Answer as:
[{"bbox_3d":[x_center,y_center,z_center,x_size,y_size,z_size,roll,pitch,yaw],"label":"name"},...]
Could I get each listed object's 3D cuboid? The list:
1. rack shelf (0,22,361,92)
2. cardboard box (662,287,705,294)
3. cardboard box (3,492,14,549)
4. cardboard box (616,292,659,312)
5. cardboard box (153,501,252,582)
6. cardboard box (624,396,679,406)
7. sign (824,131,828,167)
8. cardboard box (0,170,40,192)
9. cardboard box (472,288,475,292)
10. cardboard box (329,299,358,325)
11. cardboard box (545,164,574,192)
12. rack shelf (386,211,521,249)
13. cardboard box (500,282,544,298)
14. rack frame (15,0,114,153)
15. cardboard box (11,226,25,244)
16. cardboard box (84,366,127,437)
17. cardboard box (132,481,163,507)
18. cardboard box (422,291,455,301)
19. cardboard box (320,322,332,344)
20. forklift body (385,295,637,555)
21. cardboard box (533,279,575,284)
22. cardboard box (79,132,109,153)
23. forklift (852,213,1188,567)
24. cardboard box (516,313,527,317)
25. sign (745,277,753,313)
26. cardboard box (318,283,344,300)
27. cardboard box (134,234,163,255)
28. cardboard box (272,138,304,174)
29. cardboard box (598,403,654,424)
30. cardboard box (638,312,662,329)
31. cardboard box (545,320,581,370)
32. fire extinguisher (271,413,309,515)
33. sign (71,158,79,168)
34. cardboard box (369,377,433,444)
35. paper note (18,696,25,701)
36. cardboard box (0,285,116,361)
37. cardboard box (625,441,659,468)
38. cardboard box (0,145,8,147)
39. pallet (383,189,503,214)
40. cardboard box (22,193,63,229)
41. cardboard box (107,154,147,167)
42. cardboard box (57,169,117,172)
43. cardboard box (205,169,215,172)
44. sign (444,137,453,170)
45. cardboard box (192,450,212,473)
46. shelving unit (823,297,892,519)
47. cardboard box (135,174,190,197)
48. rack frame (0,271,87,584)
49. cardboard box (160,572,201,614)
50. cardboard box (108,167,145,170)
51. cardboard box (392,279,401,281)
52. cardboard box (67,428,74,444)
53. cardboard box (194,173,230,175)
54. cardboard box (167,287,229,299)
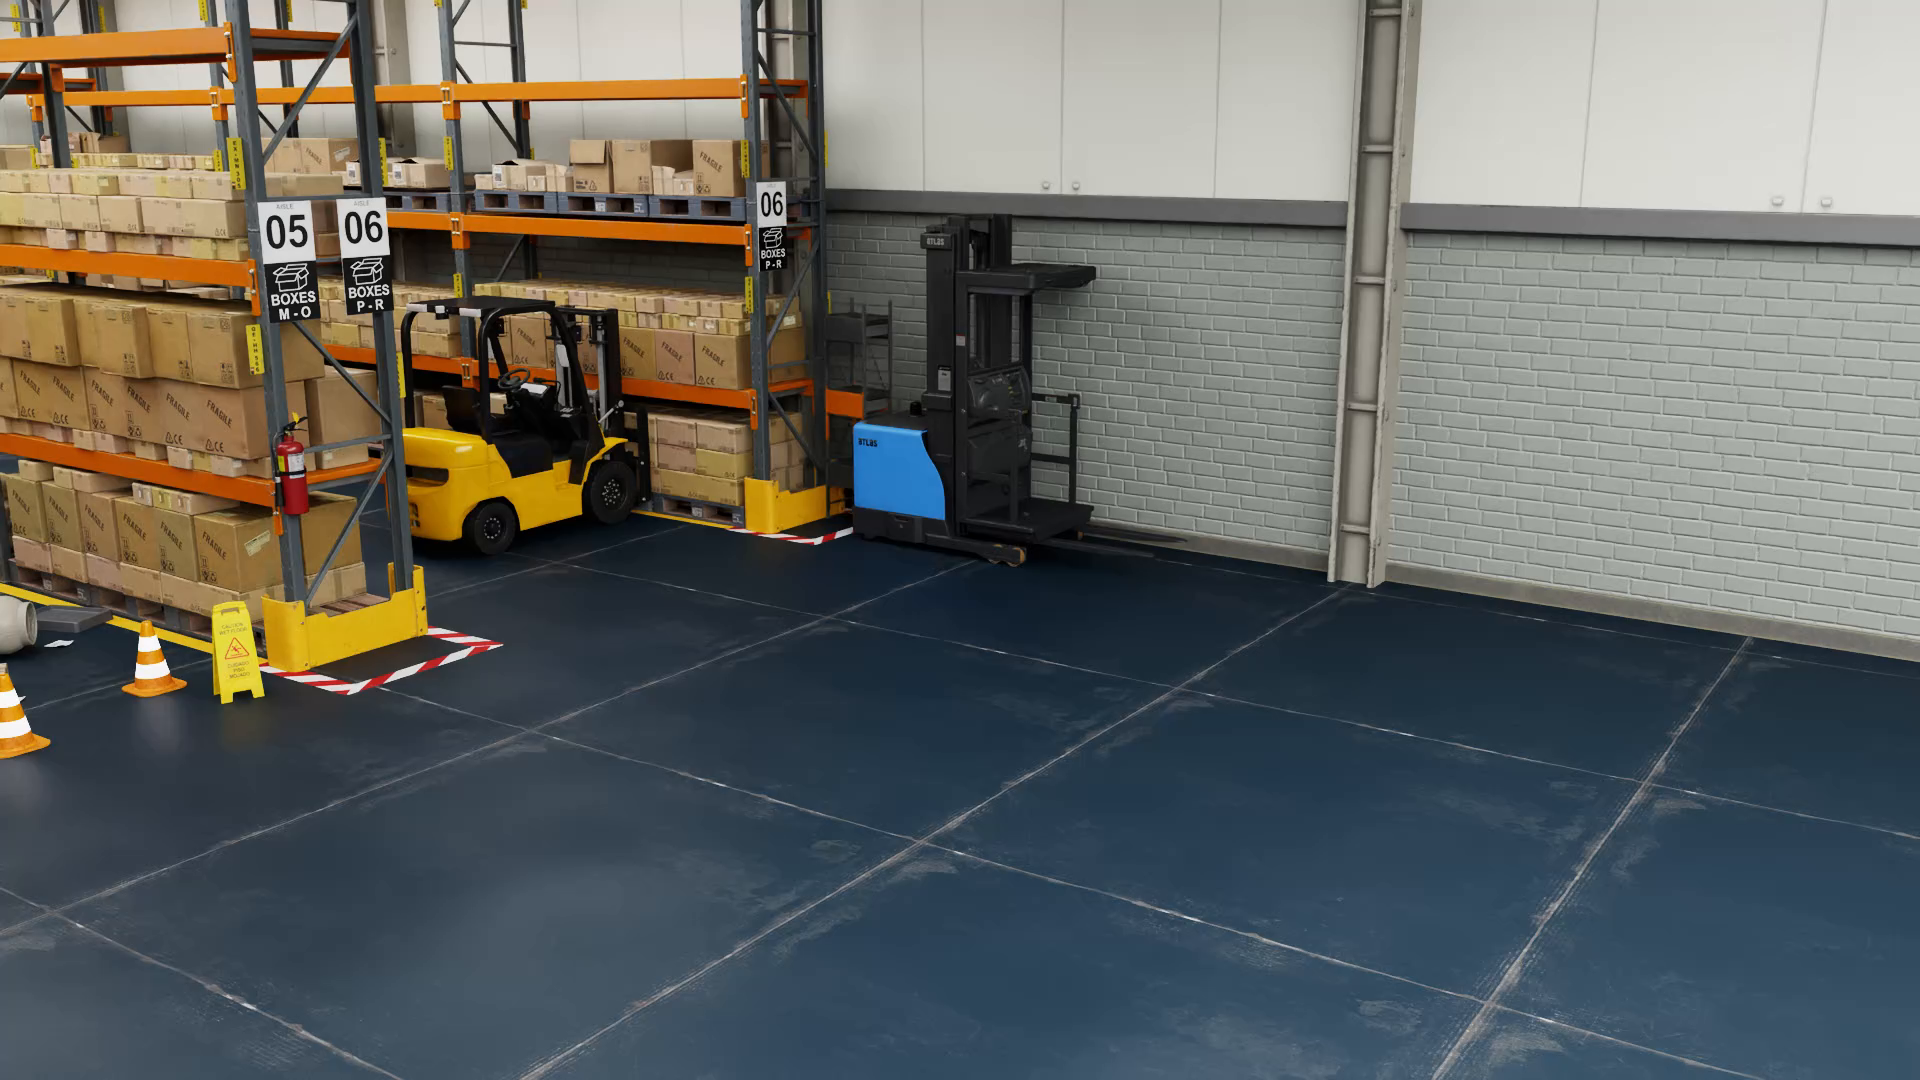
[{"bbox_3d":[-6.020,-3.489,12.123,4.000,0.370,1.077,9,17,33],"label":"rack shelf"},{"bbox_3d":[-2.770,-2.441,16.693,0.250,0.149,0.380,9,16,31],"label":"cardboard box"},{"bbox_3d":[-8.116,-0.195,14.388,0.625,0.372,0.950,9,17,34],"label":"cardboard box"},{"bbox_3d":[-3.123,-2.315,16.183,0.250,0.149,0.380,10,17,34],"label":"cardboard box"},{"bbox_3d":[-5.606,-0.018,12.367,0.500,0.500,0.500,10,17,35],"label":"cardboard box"},{"bbox_3d":[-3.133,-1.312,17.077,0.500,0.250,0.500,9,16,32],"label":"cardboard box"},{"bbox_3d":[-1.279,-3.679,15.643,0.005,0.325,0.100,9,17,33],"label":"sign"},{"bbox_3d":[-7.154,-2.744,12.713,0.250,0.149,0.380,9,16,31],"label":"cardboard box"},{"bbox_3d":[-5.278,-2.686,18.302,0.250,0.149,0.380,9,16,31],"label":"cardboard box"},{"bbox_3d":[-6.723,-2.580,18.702,0.500,0.250,0.500,9,17,34],"label":"cardboard box"},{"bbox_3d":[-3.850,-3.570,16.385,0.258,0.266,0.396,9,16,31],"label":"cardboard box"},{"bbox_3d":[-6.572,-3.562,18.650,4.000,0.370,1.077,9,17,33],"label":"rack shelf"},{"bbox_3d":[-4.536,-2.579,17.249,0.250,0.149,0.380,9,17,34],"label":"cardboard box"},{"bbox_3d":[-11.551,-6.172,21.454,0.127,3.000,1.000,9,17,33],"label":"rack frame"},{"bbox_3d":[-7.104,-2.382,12.912,0.250,0.149,0.380,9,17,33],"label":"cardboard box"},{"bbox_3d":[-6.201,-1.078,12.537,0.500,0.500,0.500,9,17,33],"label":"cardboard box"},{"bbox_3d":[-5.937,-0.369,12.437,0.250,0.149,0.380,10,17,35],"label":"cardboard box"},{"bbox_3d":[-5.544,-2.583,17.882,0.250,0.149,0.380,9,16,32],"label":"cardboard box"},{"bbox_3d":[-7.154,-2.406,19.039,0.500,0.250,0.500,9,16,31],"label":"cardboard box"},{"bbox_3d":[-4.185,-1.129,15.334,1.214,2.155,2.313,9,17,33],"label":"forklift body"},{"bbox_3d":[-4.294,-2.670,17.616,0.250,0.149,0.380,9,16,31],"label":"cardboard box"},{"bbox_3d":[-11.258,-5.164,21.586,0.258,0.266,0.396,9,16,32],"label":"cardboard box"},{"bbox_3d":[0.521,-1.338,14.557,3.031,2.935,1.130,9,17,33],"label":"forklift"},{"bbox_3d":[-4.347,-2.391,17.108,0.250,0.149,0.380,9,17,33],"label":"cardboard box"},{"bbox_3d":[-1.908,-2.221,15.077,0.005,0.325,0.100,9,17,33],"label":"sign"},{"bbox_3d":[-7.055,-2.814,18.817,0.250,0.149,0.380,10,17,34],"label":"cardboard box"},{"bbox_3d":[-5.645,-2.127,11.879,0.250,0.149,0.380,9,17,32],"label":"cardboard box"},{"bbox_3d":[-7.292,-4.287,18.791,0.500,0.500,0.700,9,16,32],"label":"cardboard box"},{"bbox_3d":[-3.417,-1.207,16.650,0.500,0.250,0.500,9,16,32],"label":"cardboard box"},{"bbox_3d":[-2.894,-2.141,16.100,0.250,0.149,0.380,9,16,31],"label":"cardboard box"},{"bbox_3d":[-3.828,-1.989,16.836,0.500,0.500,0.500,9,17,32],"label":"cardboard box"},{"bbox_3d":[-4.523,-0.515,11.250,0.183,0.674,0.296,9,17,33],"label":"fire extinguisher"},{"bbox_3d":[-7.383,-3.013,13.859,0.005,0.325,0.100,9,17,33],"label":"sign"},{"bbox_3d":[-6.616,-1.511,19.181,0.625,0.625,0.875,8,16,31],"label":"cardboard box"},{"bbox_3d":[-6.256,1.051,10.939,0.142,0.019,0.148,3,14,14],"label":"paper note"},{"bbox_3d":[-7.024,-1.700,12.965,0.500,0.500,0.700,9,17,33],"label":"cardboard box"},{"bbox_3d":[-3.022,-0.899,16.449,0.500,0.250,0.500,9,16,32],"label":"cardboard box"},{"bbox_3d":[-12.530,-5.116,22.084,0.500,0.250,0.500,9,16,32],"label":"cardboard box"},{"bbox_3d":[-5.651,-3.666,17.971,1.217,0.209,0.805,8,16,31],"label":"pallet"},{"bbox_3d":[-6.626,-2.473,12.450,0.500,0.250,0.500,9,17,33],"label":"cardboard box"},{"bbox_3d":[-10.237,-4.668,20.444,0.250,0.149,0.380,9,17,33],"label":"cardboard box"},{"bbox_3d":[-6.870,-2.846,13.127,0.250,0.149,0.380,10,17,34],"label":"cardboard box"},{"bbox_3d":[-8.660,-4.299,19.616,0.250,0.149,0.380,10,17,34],"label":"cardboard box"},{"bbox_3d":[-5.207,-3.937,16.938,0.005,0.325,0.100,9,17,33],"label":"sign"},{"bbox_3d":[-5.263,-0.596,11.938,0.250,0.149,0.380,9,16,32],"label":"cardboard box"},{"bbox_3d":[-0.963,-1.222,15.806,0.503,2.100,0.431,12,18,37],"label":"shelving unit"},{"bbox_3d":[-5.601,-2.519,11.804,0.250,0.149,0.380,9,17,33],"label":"cardboard box"},{"bbox_3d":[-7.680,-1.196,13.841,0.127,3.000,1.000,9,17,33],"label":"rack frame"},{"bbox_3d":[-5.607,0.345,12.462,0.500,0.250,0.500,9,17,33],"label":"cardboard box"},{"bbox_3d":[-10.235,-4.526,20.488,0.250,0.149,0.380,10,17,34],"label":"cardboard box"},{"bbox_3d":[-6.719,-2.937,19.314,0.250,0.149,0.380,9,16,32],"label":"cardboard box"},{"bbox_3d":[-6.697,-0.846,12.946,0.250,0.149,0.380,9,17,33],"label":"cardboard box"},{"bbox_3d":[-5.358,-2.609,12.166,0.250,0.149,0.380,9,17,33],"label":"cardboard box"},{"bbox_3d":[-9.288,-2.931,20.286,0.500,0.250,0.500,8,16,30],"label":"cardboard box"}]
